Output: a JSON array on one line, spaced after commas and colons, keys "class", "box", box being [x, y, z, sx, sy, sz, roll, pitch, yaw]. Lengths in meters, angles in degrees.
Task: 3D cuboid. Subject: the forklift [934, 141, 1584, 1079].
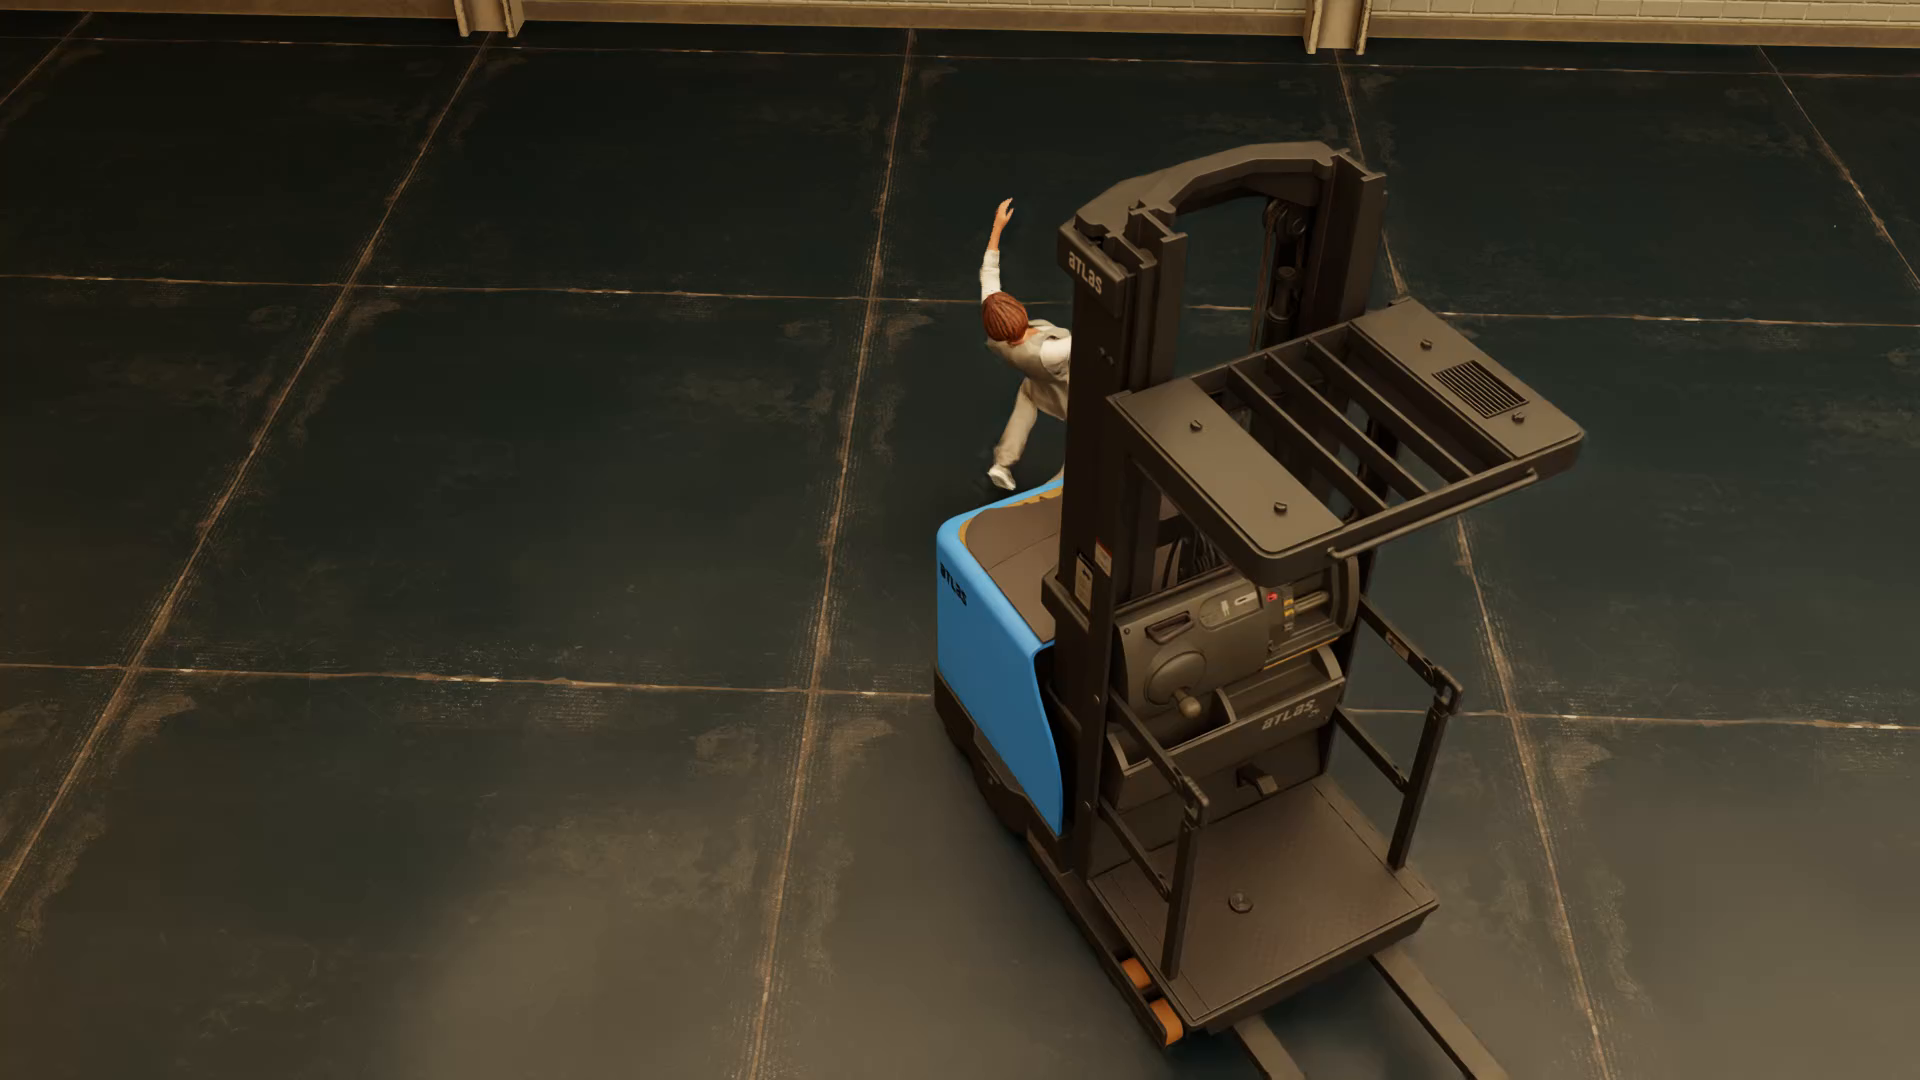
[{"class": "forklift", "box": [1.030, 0.367, 5.340, 1.130, 2.935, 3.031, -20, 46, -20]}]

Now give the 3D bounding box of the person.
[{"class": "person", "box": [0.409, -0.698, 7.549, 0.844, 1.506, 0.632, 29, 50, 28]}]
